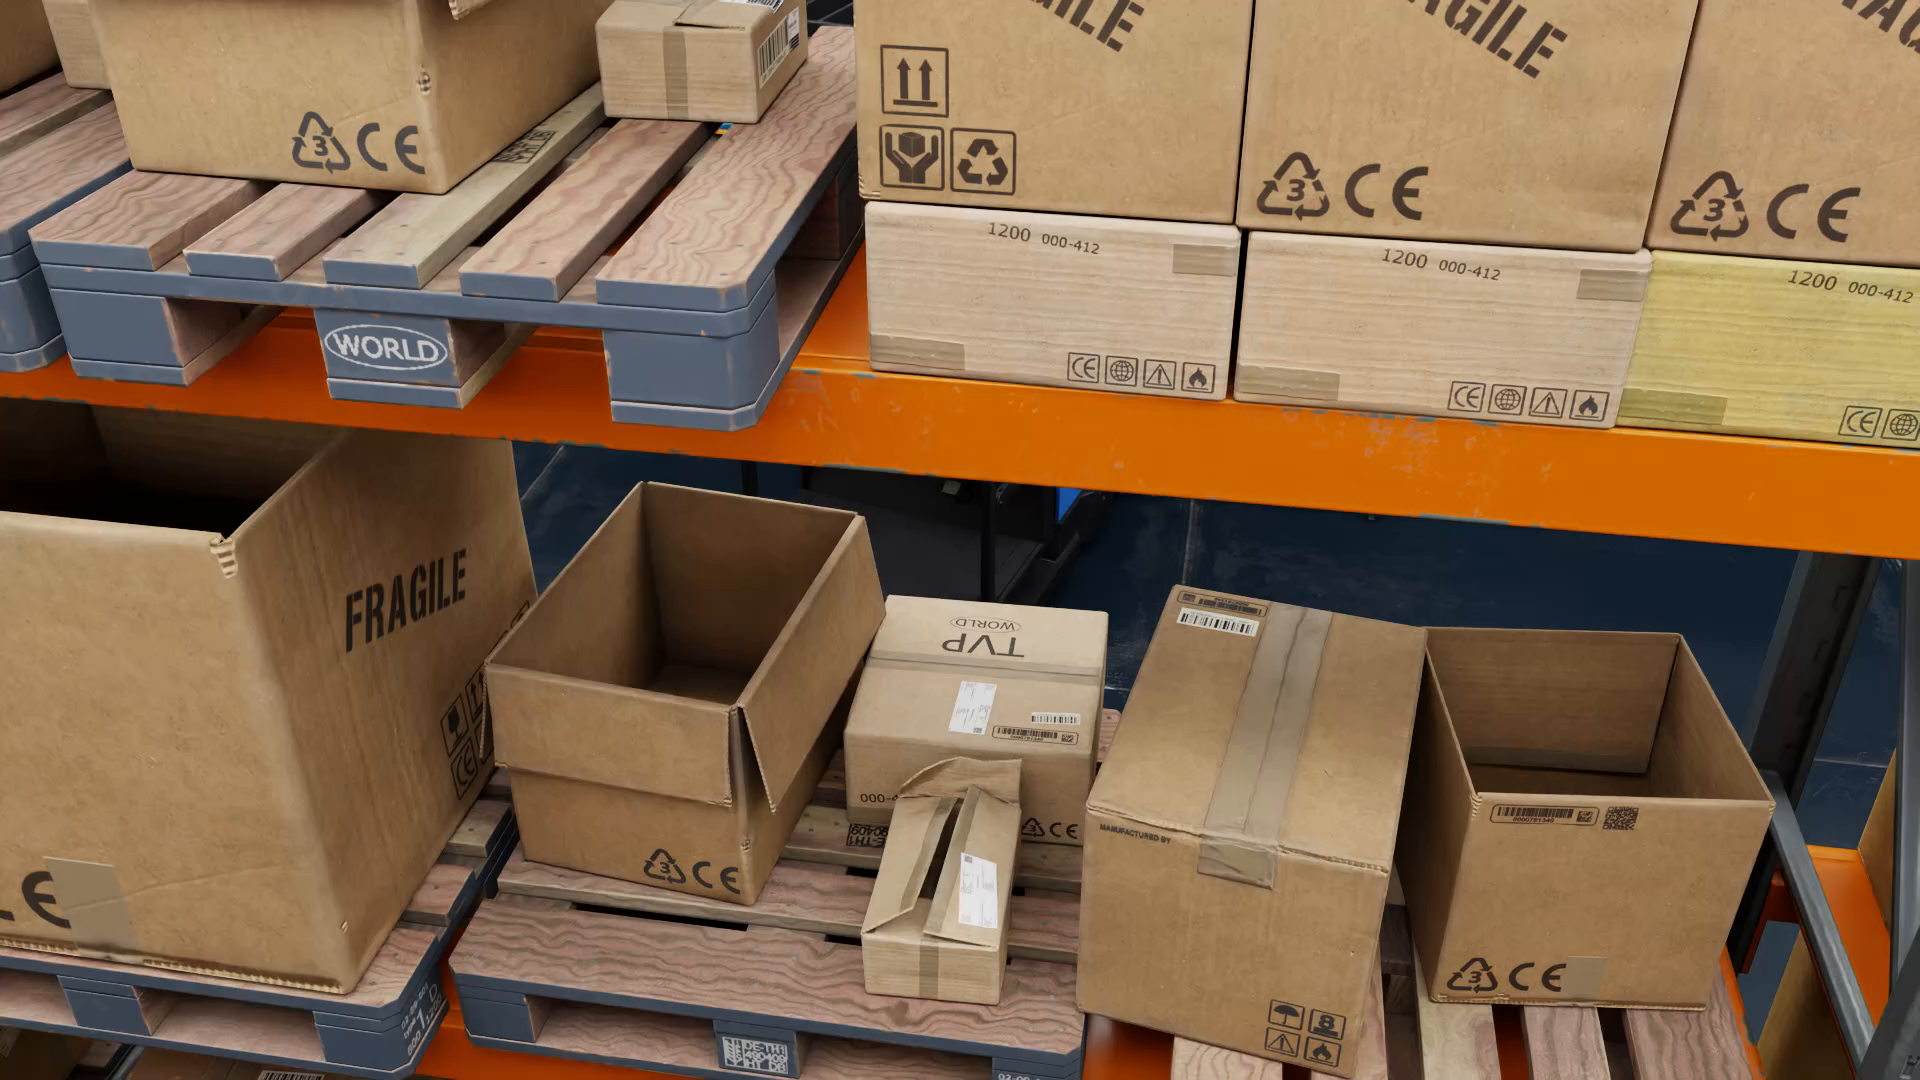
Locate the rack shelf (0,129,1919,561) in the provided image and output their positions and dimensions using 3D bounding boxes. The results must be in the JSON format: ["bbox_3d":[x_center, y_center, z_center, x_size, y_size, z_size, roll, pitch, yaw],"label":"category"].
[{"bbox_3d":[-0.310,-0.386,2.890,4.000,0.370,1.077,5,32,8],"label":"rack shelf"}]

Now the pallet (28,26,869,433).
[{"bbox_3d":[-0.668,-0.588,2.712,1.003,0.211,1.213,5,32,8],"label":"pallet"}]

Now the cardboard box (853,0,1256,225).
[{"bbox_3d":[0.156,-0.771,2.262,0.500,0.500,0.500,6,32,9],"label":"cardboard box"}]

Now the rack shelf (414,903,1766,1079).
[{"bbox_3d":[-0.310,0.886,3.686,4.000,0.370,1.077,5,32,8],"label":"rack shelf"}]

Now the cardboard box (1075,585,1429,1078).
[{"bbox_3d":[0.555,0.514,3.112,0.500,0.500,0.700,10,33,15],"label":"cardboard box"}]

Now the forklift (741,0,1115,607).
[{"bbox_3d":[-0.247,-0.939,5.987,1.130,2.935,3.031,13,34,20],"label":"forklift"}]

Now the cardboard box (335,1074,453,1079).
[{"bbox_3d":[-1.213,1.394,4.138,0.500,0.500,0.700,5,32,8],"label":"cardboard box"}]

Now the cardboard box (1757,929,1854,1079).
[{"bbox_3d":[2.338,1.554,3.547,0.875,0.875,1.225,4,32,6],"label":"cardboard box"}]

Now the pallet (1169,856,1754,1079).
[{"bbox_3d":[0.941,0.833,3.274,1.003,0.211,1.213,5,32,8],"label":"pallet"}]

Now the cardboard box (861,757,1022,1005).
[{"bbox_3d":[-0.028,0.630,3.146,0.258,0.266,0.396,4,32,7],"label":"cardboard box"}]

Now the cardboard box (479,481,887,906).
[{"bbox_3d":[-0.558,0.287,3.472,0.637,0.503,0.797,8,33,13],"label":"cardboard box"}]

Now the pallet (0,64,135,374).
[{"bbox_3d":[-1.691,-0.679,2.857,1.003,0.211,1.213,5,32,8],"label":"pallet"}]

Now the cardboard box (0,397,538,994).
[{"bbox_3d":[-1.522,0.114,3.280,1.000,1.000,1.000,5,32,9],"label":"cardboard box"}]

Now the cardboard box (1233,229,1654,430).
[{"bbox_3d":[0.660,-0.400,2.376,0.500,0.250,0.500,5,32,8],"label":"cardboard box"}]

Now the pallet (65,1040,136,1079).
[{"bbox_3d":[-2.950,1.543,4.587,1.213,0.211,1.003,5,32,8],"label":"pallet"}]

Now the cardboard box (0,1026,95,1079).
[{"bbox_3d":[-2.670,1.227,4.423,0.500,0.500,0.500,4,32,7],"label":"cardboard box"}]

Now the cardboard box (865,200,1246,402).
[{"bbox_3d":[0.165,-0.446,2.450,0.500,0.250,0.500,6,33,10],"label":"cardboard box"}]

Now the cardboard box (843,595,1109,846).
[{"bbox_3d":[0.048,0.375,3.570,0.500,0.250,0.500,4,32,7],"label":"cardboard box"}]

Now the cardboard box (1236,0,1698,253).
[{"bbox_3d":[0.641,-0.718,2.178,0.500,0.500,0.500,5,32,8],"label":"cardboard box"}]

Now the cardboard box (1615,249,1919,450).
[{"bbox_3d":[1.151,-0.363,2.317,0.500,0.250,0.500,5,32,8],"label":"cardboard box"}]

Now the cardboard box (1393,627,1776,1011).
[{"bbox_3d":[1.122,0.511,3.116,0.500,0.500,0.500,1,32,2],"label":"cardboard box"}]

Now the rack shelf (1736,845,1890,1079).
[{"bbox_3d":[3.633,1.243,3.116,4.000,0.370,1.077,5,32,8],"label":"rack shelf"}]

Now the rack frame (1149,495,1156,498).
[{"bbox_3d":[0.907,-0.805,7.417,0.032,1.125,0.500,5,26,7],"label":"rack frame"}]

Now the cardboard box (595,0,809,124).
[{"bbox_3d":[-0.417,-0.833,2.751,0.250,0.166,0.380,4,32,7],"label":"cardboard box"}]

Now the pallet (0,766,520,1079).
[{"bbox_3d":[-1.553,0.628,3.601,1.213,0.211,1.003,5,32,8],"label":"pallet"}]

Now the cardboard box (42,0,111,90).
[{"bbox_3d":[-1.338,-0.959,2.858,0.258,0.266,0.396,6,33,10],"label":"cardboard box"}]

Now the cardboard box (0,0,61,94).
[{"bbox_3d":[-1.835,-0.997,2.696,0.637,0.503,0.797,4,32,6],"label":"cardboard box"}]

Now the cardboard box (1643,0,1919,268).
[{"bbox_3d":[1.149,-0.678,2.114,0.500,0.500,0.500,6,33,9],"label":"cardboard box"}]

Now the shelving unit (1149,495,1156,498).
[{"bbox_3d":[1.410,-0.765,7.356,1.048,1.125,0.538,5,26,7],"label":"shelving unit"}]

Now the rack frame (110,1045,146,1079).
[{"bbox_3d":[-2.282,0.402,3.780,0.127,3.000,1.000,5,32,8],"label":"rack frame"}]

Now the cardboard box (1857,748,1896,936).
[{"bbox_3d":[2.189,0.631,3.320,0.500,0.500,0.500,6,33,10],"label":"cardboard box"}]

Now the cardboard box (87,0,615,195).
[{"bbox_3d":[-0.906,-0.914,2.562,0.637,0.503,0.797,6,33,10],"label":"cardboard box"}]

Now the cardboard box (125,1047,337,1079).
[{"bbox_3d":[-1.680,1.341,4.221,0.500,0.500,0.700,3,32,4],"label":"cardboard box"}]

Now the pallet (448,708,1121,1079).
[{"bbox_3d":[-0.297,0.685,3.509,1.213,0.211,1.003,5,32,8],"label":"pallet"}]

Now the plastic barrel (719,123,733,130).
[{"bbox_3d":[-1.119,-2.208,7.478,0.708,0.901,0.600,5,32,8],"label":"plastic barrel"}]
